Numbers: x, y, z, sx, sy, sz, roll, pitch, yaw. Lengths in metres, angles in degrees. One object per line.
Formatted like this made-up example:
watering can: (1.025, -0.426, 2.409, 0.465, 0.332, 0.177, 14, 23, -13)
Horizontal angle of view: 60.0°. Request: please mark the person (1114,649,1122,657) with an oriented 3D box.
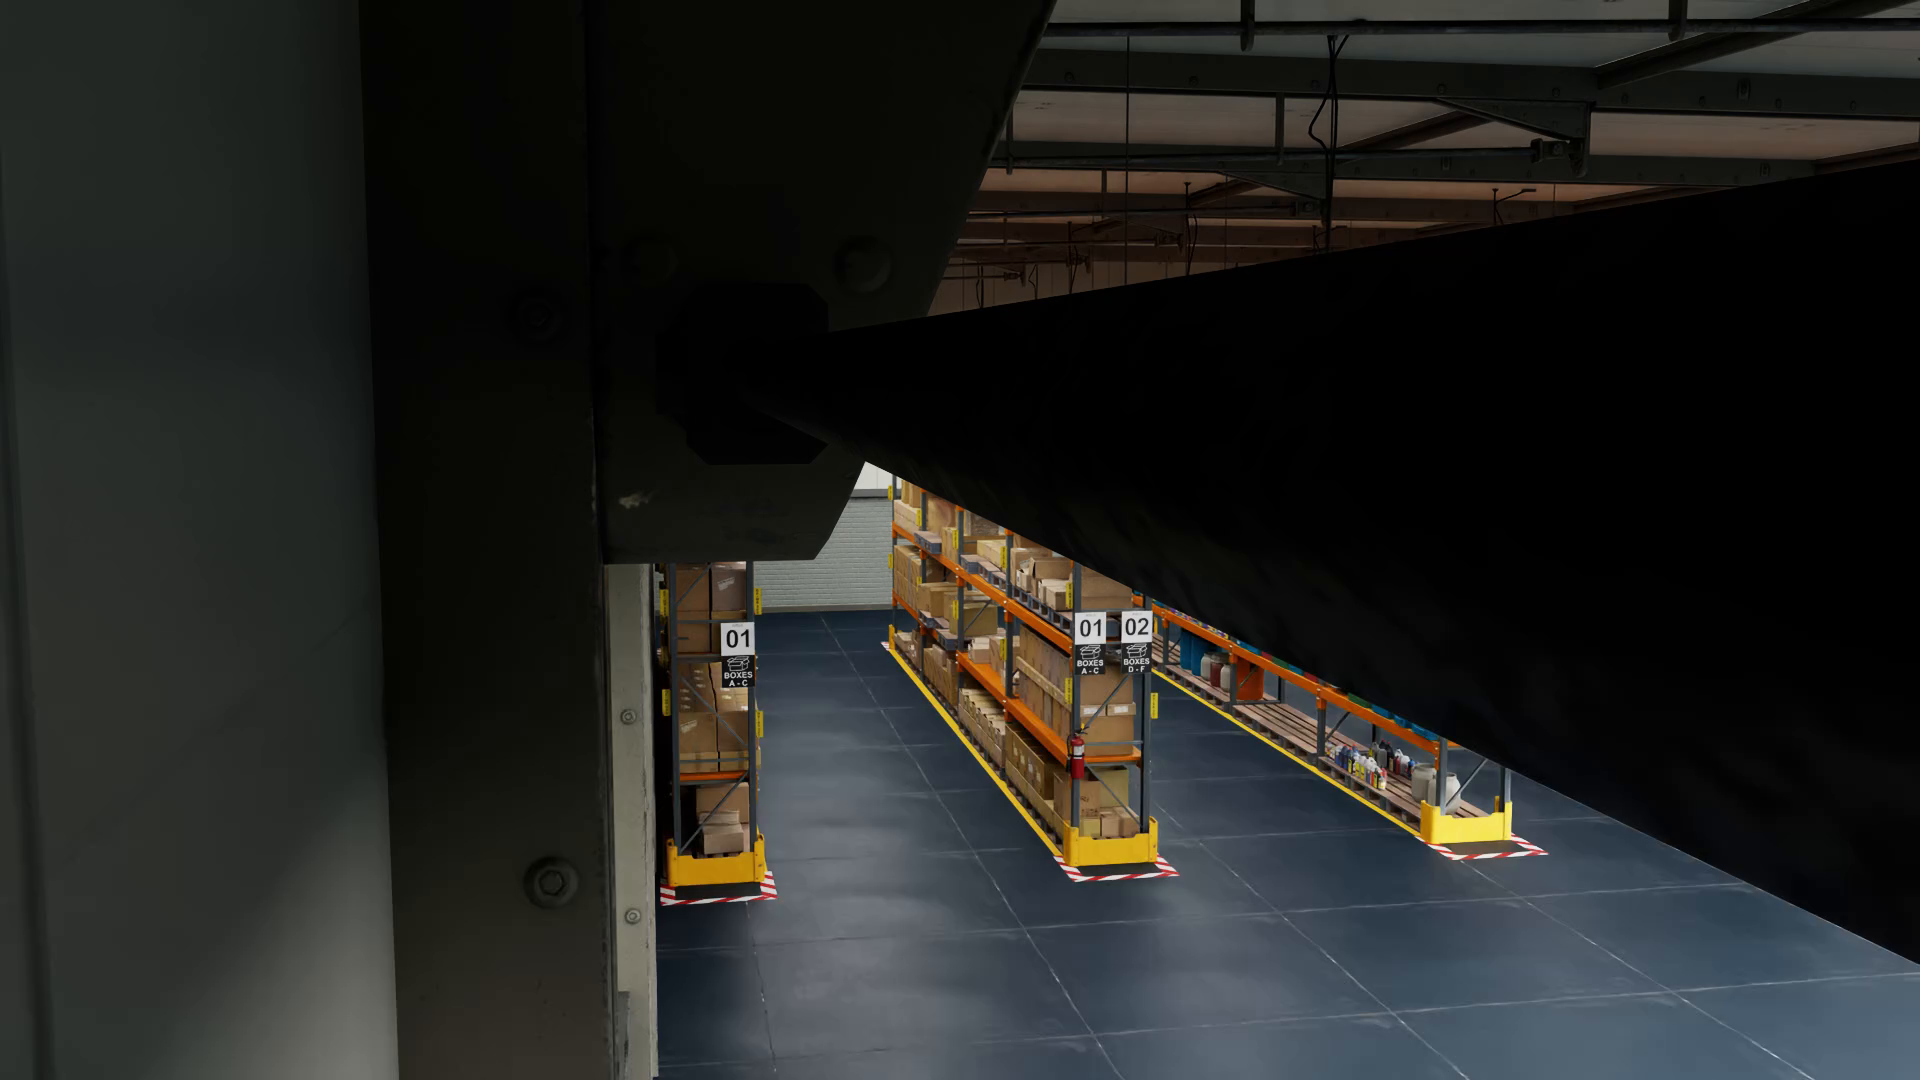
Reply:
person: (3.382, 1.691, 35.384, 0.503, 1.605, 1.042, 2, 7, 19)
